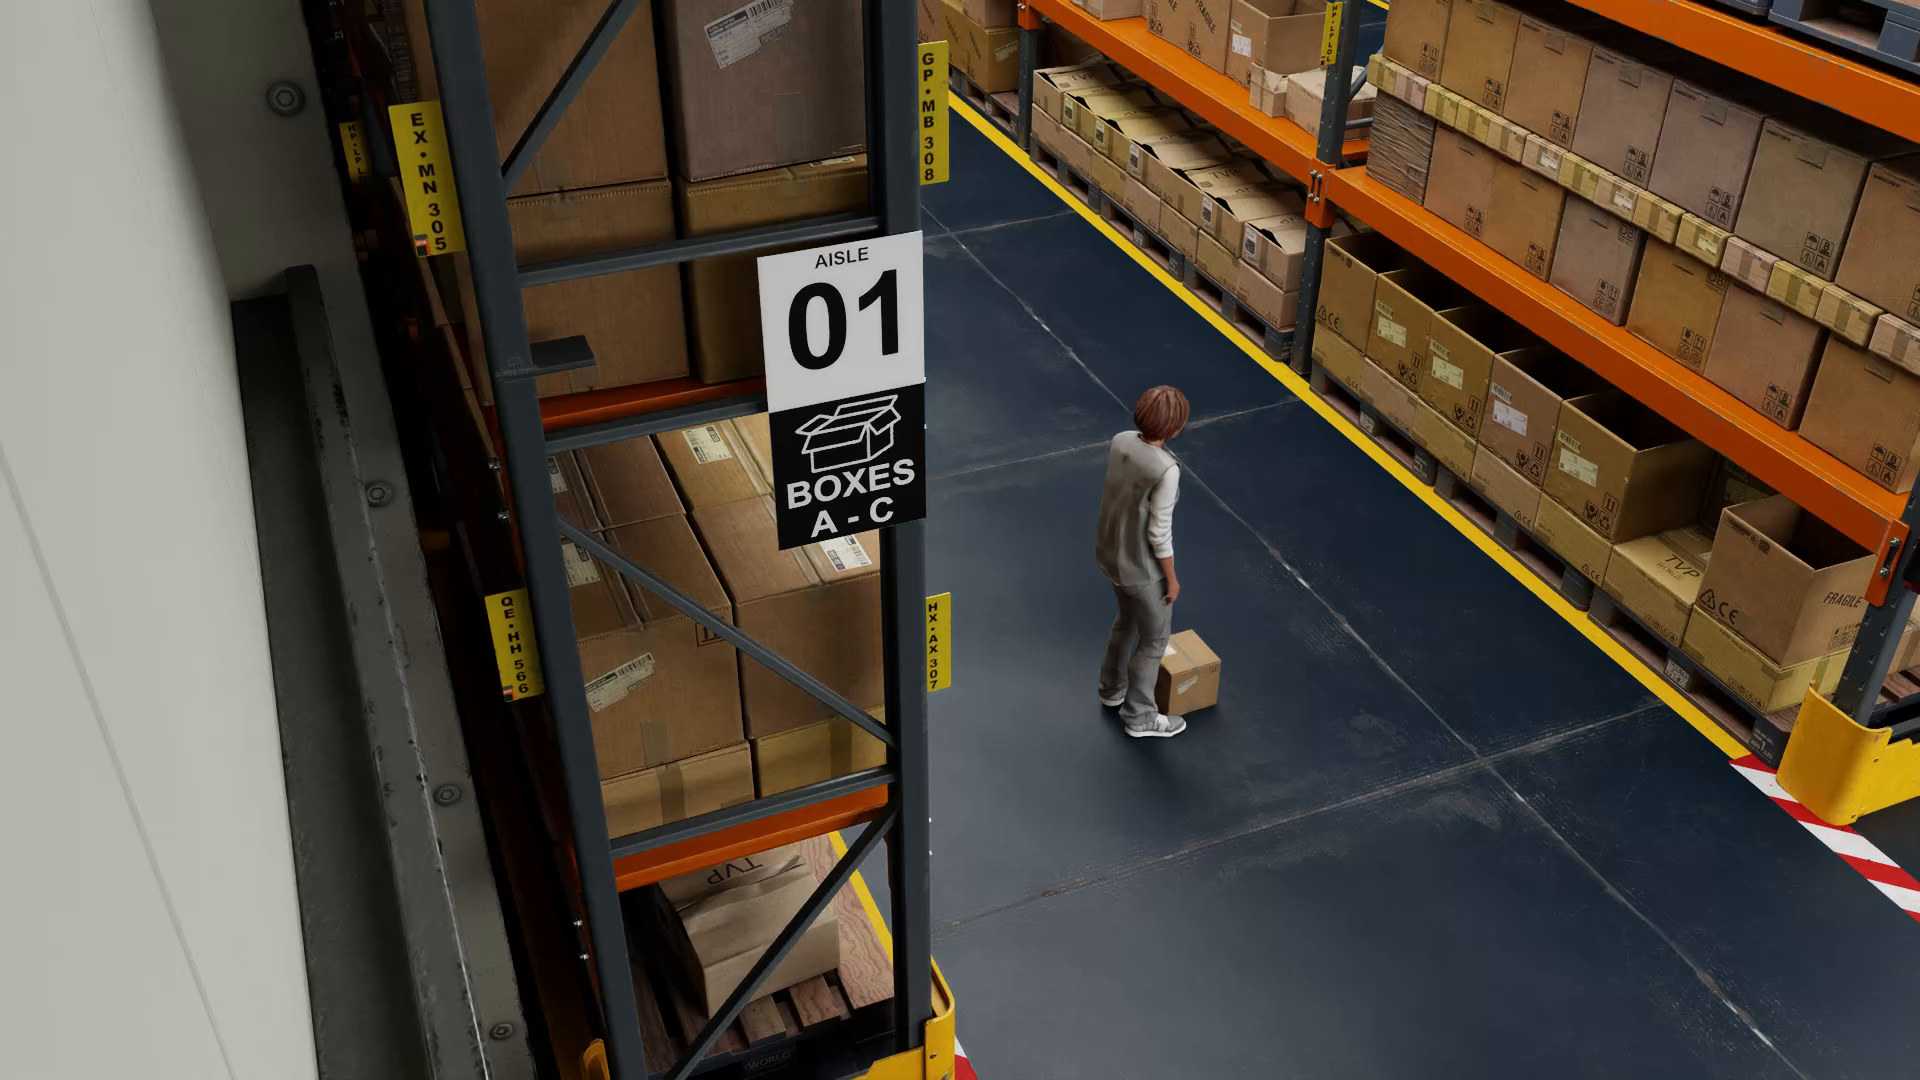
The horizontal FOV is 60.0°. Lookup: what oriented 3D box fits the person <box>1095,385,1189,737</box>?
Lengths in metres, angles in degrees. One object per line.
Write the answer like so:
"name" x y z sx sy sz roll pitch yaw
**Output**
"person" 0.753 0.095 6.922 0.348 1.591 0.478 -15 37 -21
